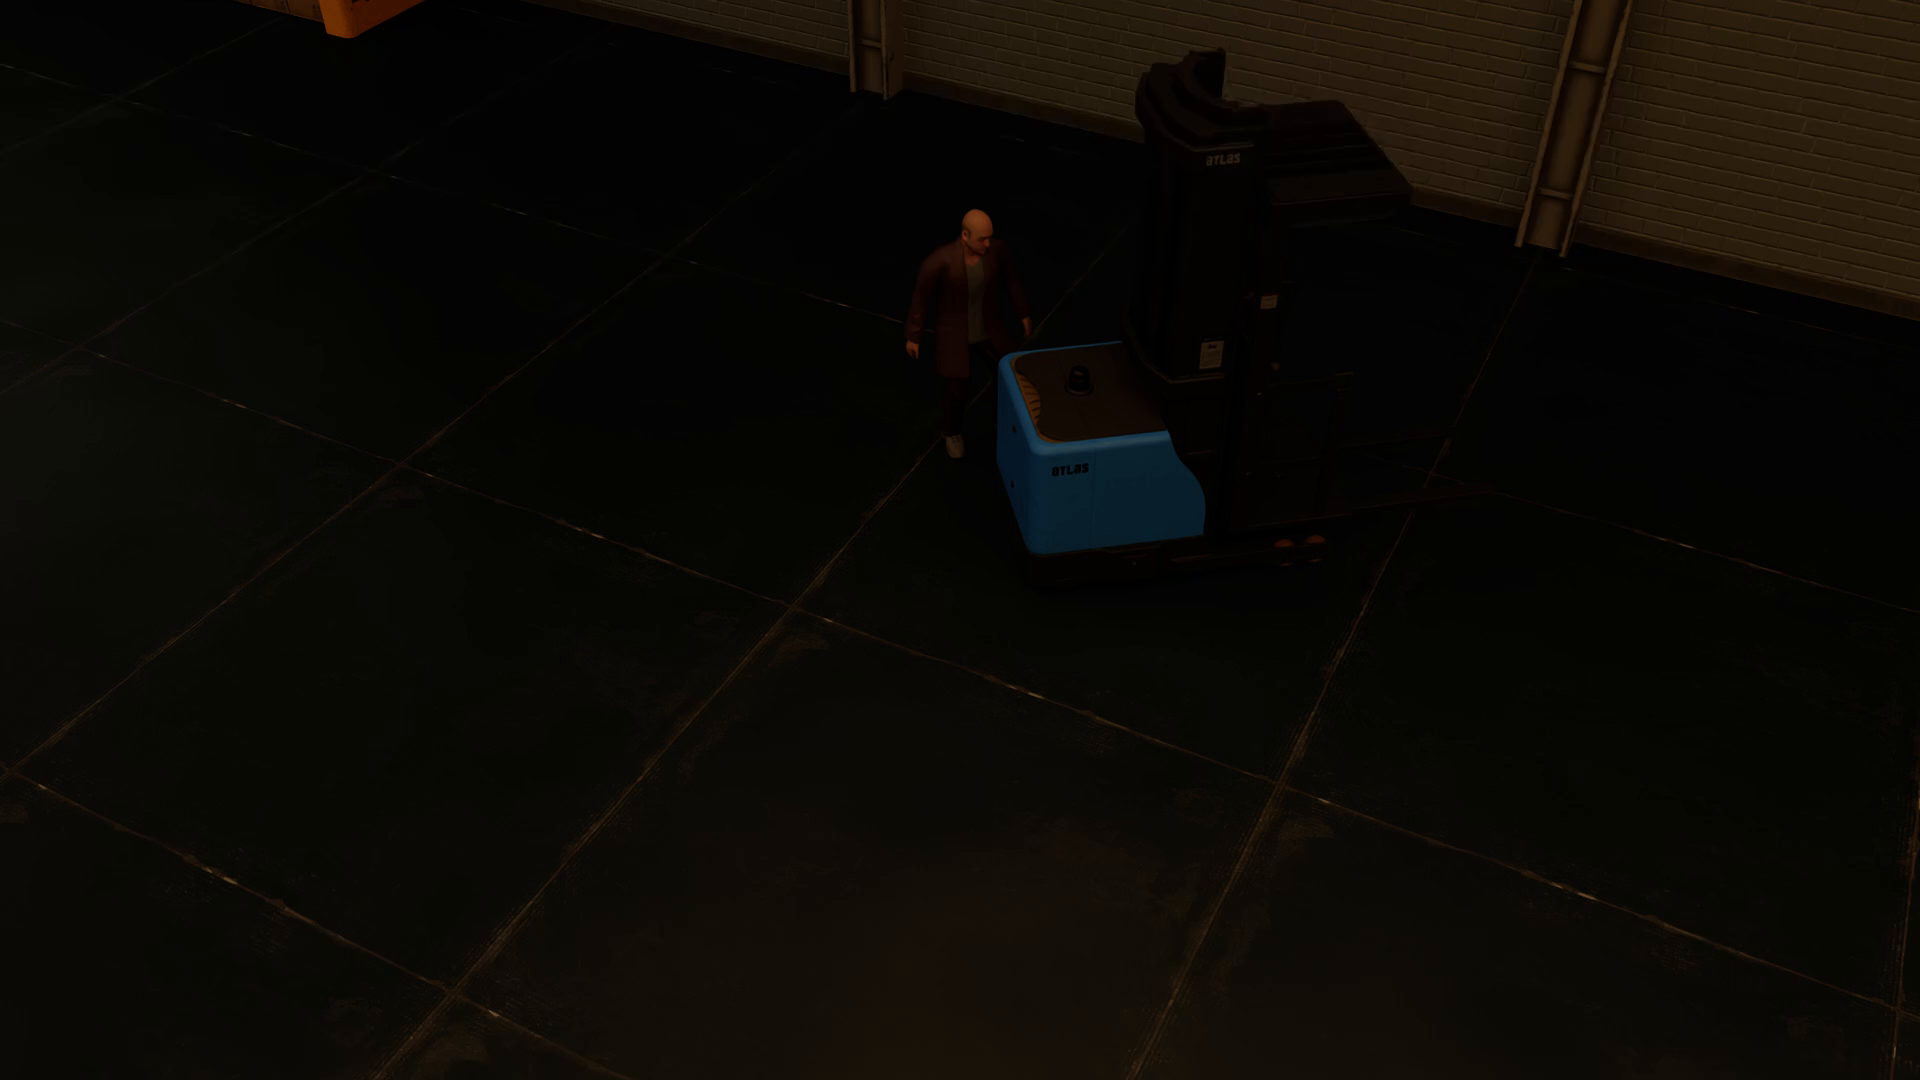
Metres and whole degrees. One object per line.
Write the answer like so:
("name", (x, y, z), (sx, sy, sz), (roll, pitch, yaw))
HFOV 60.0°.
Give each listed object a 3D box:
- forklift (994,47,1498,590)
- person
("forklift", (1.782, -1.291, 9.520), (3.031, 2.935, 1.130), (-7, 41, -8))
("person", (0.084, -1.318, 10.474), (0.878, 1.751, 0.422), (-17, 43, -19))
